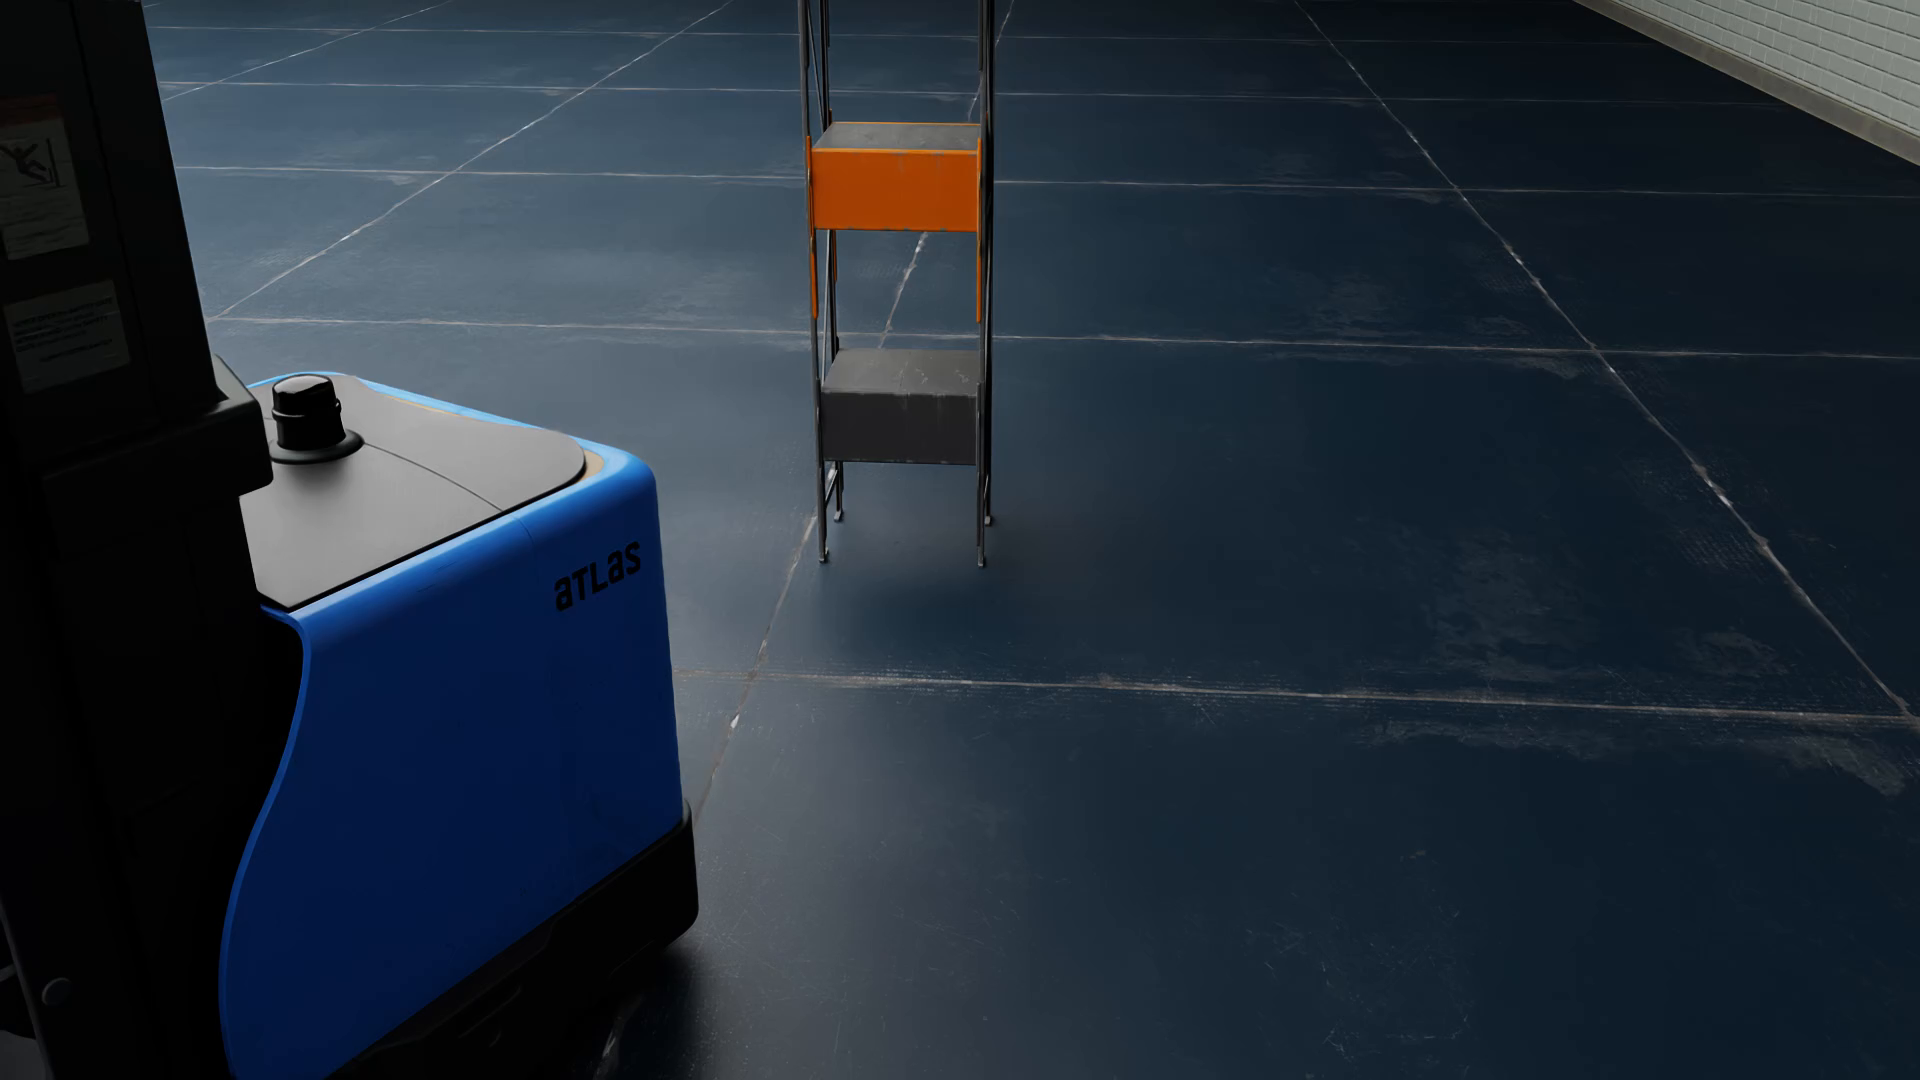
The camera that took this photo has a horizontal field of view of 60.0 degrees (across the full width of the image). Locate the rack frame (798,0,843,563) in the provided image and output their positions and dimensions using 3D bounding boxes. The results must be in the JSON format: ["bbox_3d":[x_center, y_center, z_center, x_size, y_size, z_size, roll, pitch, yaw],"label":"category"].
[{"bbox_3d":[-0.408,-0.967,4.840,0.015,2.100,0.400,2,25,4],"label":"rack frame"}]

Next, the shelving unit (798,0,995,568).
[{"bbox_3d":[-0.165,-0.959,4.823,0.503,2.100,0.431,2,25,4],"label":"shelving unit"}]

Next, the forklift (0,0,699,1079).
[{"bbox_3d":[-1.760,-0.101,1.963,1.130,2.935,3.031,15,29,30],"label":"forklift"}]

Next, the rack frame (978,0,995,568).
[{"bbox_3d":[0.078,-0.951,4.806,0.015,2.100,0.400,2,25,4],"label":"rack frame"}]

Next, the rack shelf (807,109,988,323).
[{"bbox_3d":[-0.165,-0.947,4.828,0.480,0.518,0.431,2,25,4],"label":"rack shelf"}]

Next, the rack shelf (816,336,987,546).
[{"bbox_3d":[-0.165,-0.311,5.121,0.480,0.518,0.431,2,25,4],"label":"rack shelf"}]

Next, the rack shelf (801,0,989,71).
[{"bbox_3d":[-0.165,-1.583,4.536,0.480,0.518,0.431,2,25,4],"label":"rack shelf"}]
